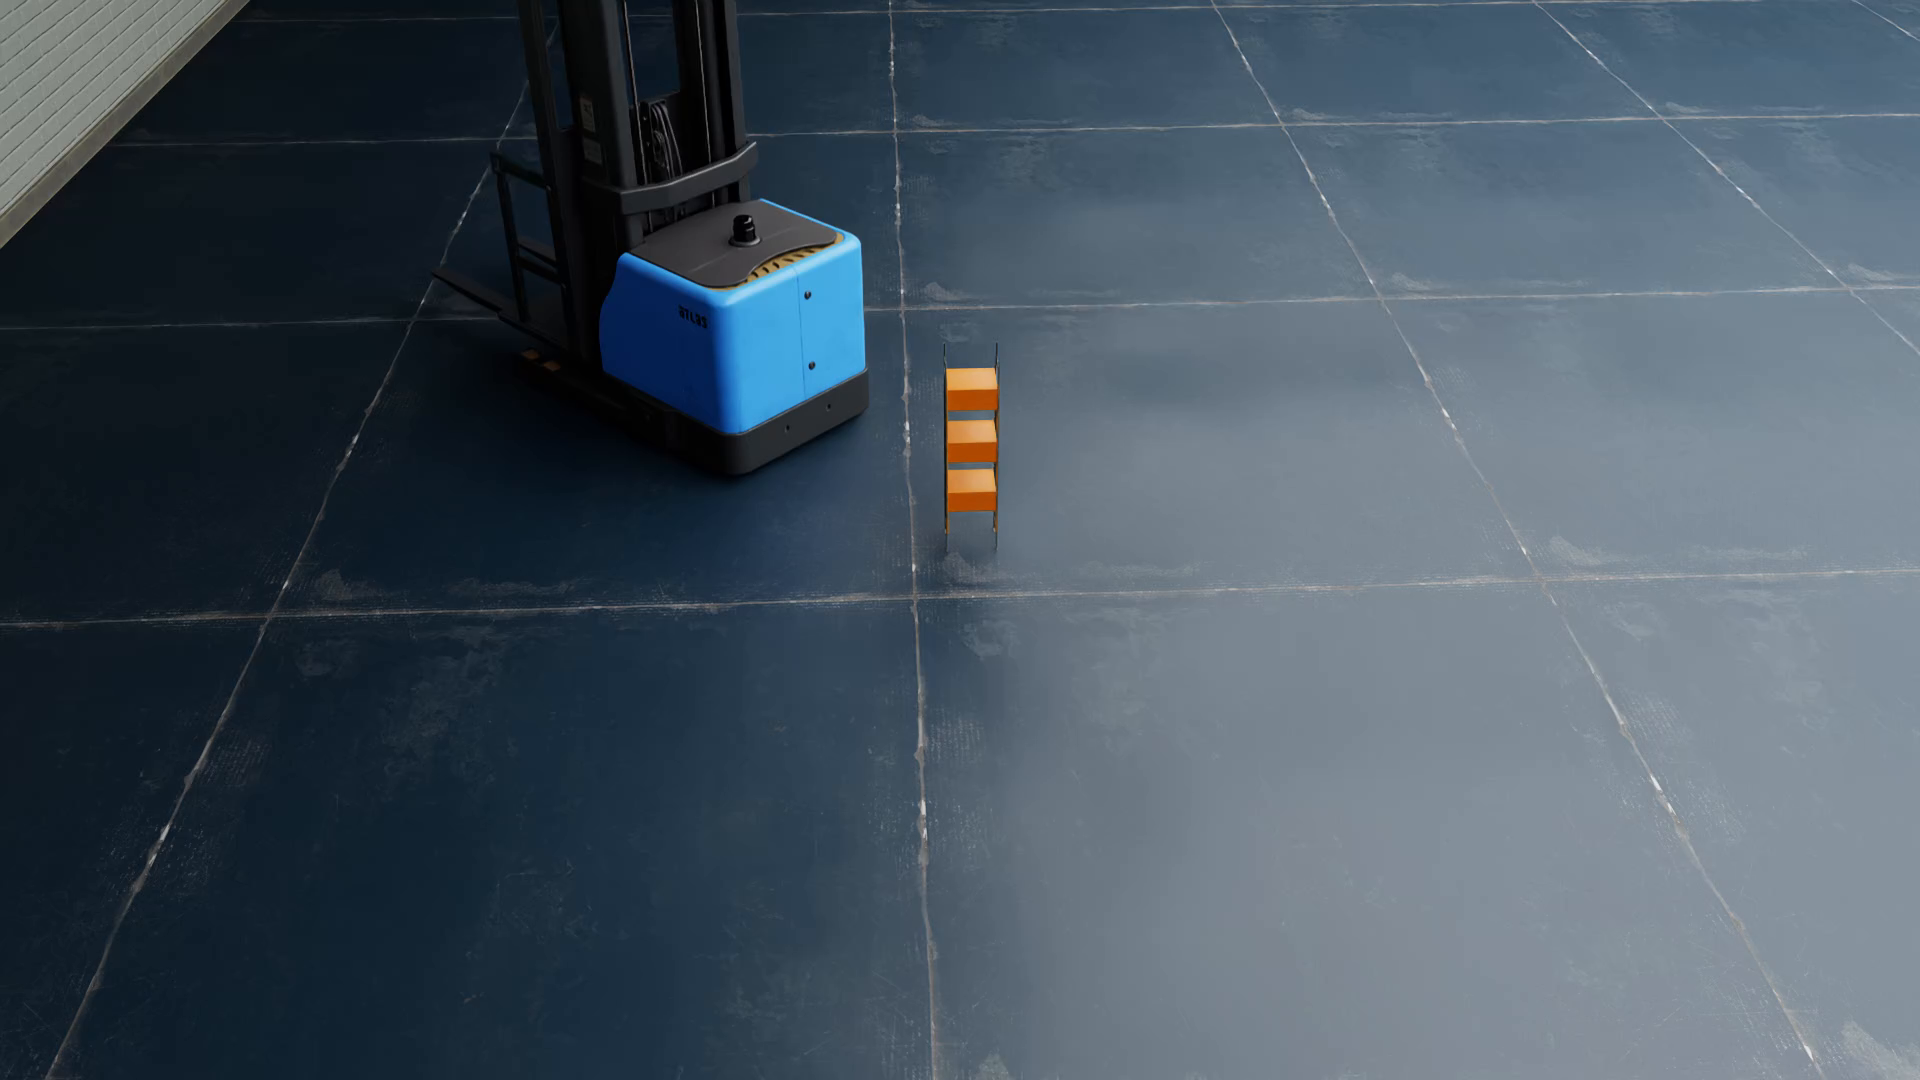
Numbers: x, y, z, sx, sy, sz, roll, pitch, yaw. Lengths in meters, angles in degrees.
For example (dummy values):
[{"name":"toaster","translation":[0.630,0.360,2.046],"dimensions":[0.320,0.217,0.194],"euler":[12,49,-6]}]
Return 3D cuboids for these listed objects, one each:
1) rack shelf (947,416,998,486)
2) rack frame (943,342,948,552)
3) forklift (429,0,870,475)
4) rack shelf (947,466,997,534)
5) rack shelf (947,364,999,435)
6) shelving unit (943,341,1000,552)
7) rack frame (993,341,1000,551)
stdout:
[{"name":"rack shelf","translation":[0.053,-0.424,7.959],"dimensions":[0.240,0.259,0.215],"euler":[-2,35,-2]},{"name":"rack frame","translation":[-0.068,-0.430,7.949],"dimensions":[0.008,1.050,0.200],"euler":[-2,35,-2]},{"name":"forklift","translation":[-1.931,-2.256,8.935],"dimensions":[3.031,2.935,1.130],"euler":[27,43,33]},{"name":"rack shelf","translation":[0.053,-0.196,8.118],"dimensions":[0.240,0.259,0.215],"euler":[-2,35,-2]},{"name":"rack shelf","translation":[0.053,-0.658,7.798],"dimensions":[0.240,0.259,0.215],"euler":[-2,35,-2]},{"name":"shelving unit","translation":[0.053,-0.433,7.953],"dimensions":[0.252,1.050,0.215],"euler":[-2,35,-2]},{"name":"rack frame","translation":[0.175,-0.436,7.958],"dimensions":[0.008,1.050,0.200],"euler":[-2,35,-2]}]
